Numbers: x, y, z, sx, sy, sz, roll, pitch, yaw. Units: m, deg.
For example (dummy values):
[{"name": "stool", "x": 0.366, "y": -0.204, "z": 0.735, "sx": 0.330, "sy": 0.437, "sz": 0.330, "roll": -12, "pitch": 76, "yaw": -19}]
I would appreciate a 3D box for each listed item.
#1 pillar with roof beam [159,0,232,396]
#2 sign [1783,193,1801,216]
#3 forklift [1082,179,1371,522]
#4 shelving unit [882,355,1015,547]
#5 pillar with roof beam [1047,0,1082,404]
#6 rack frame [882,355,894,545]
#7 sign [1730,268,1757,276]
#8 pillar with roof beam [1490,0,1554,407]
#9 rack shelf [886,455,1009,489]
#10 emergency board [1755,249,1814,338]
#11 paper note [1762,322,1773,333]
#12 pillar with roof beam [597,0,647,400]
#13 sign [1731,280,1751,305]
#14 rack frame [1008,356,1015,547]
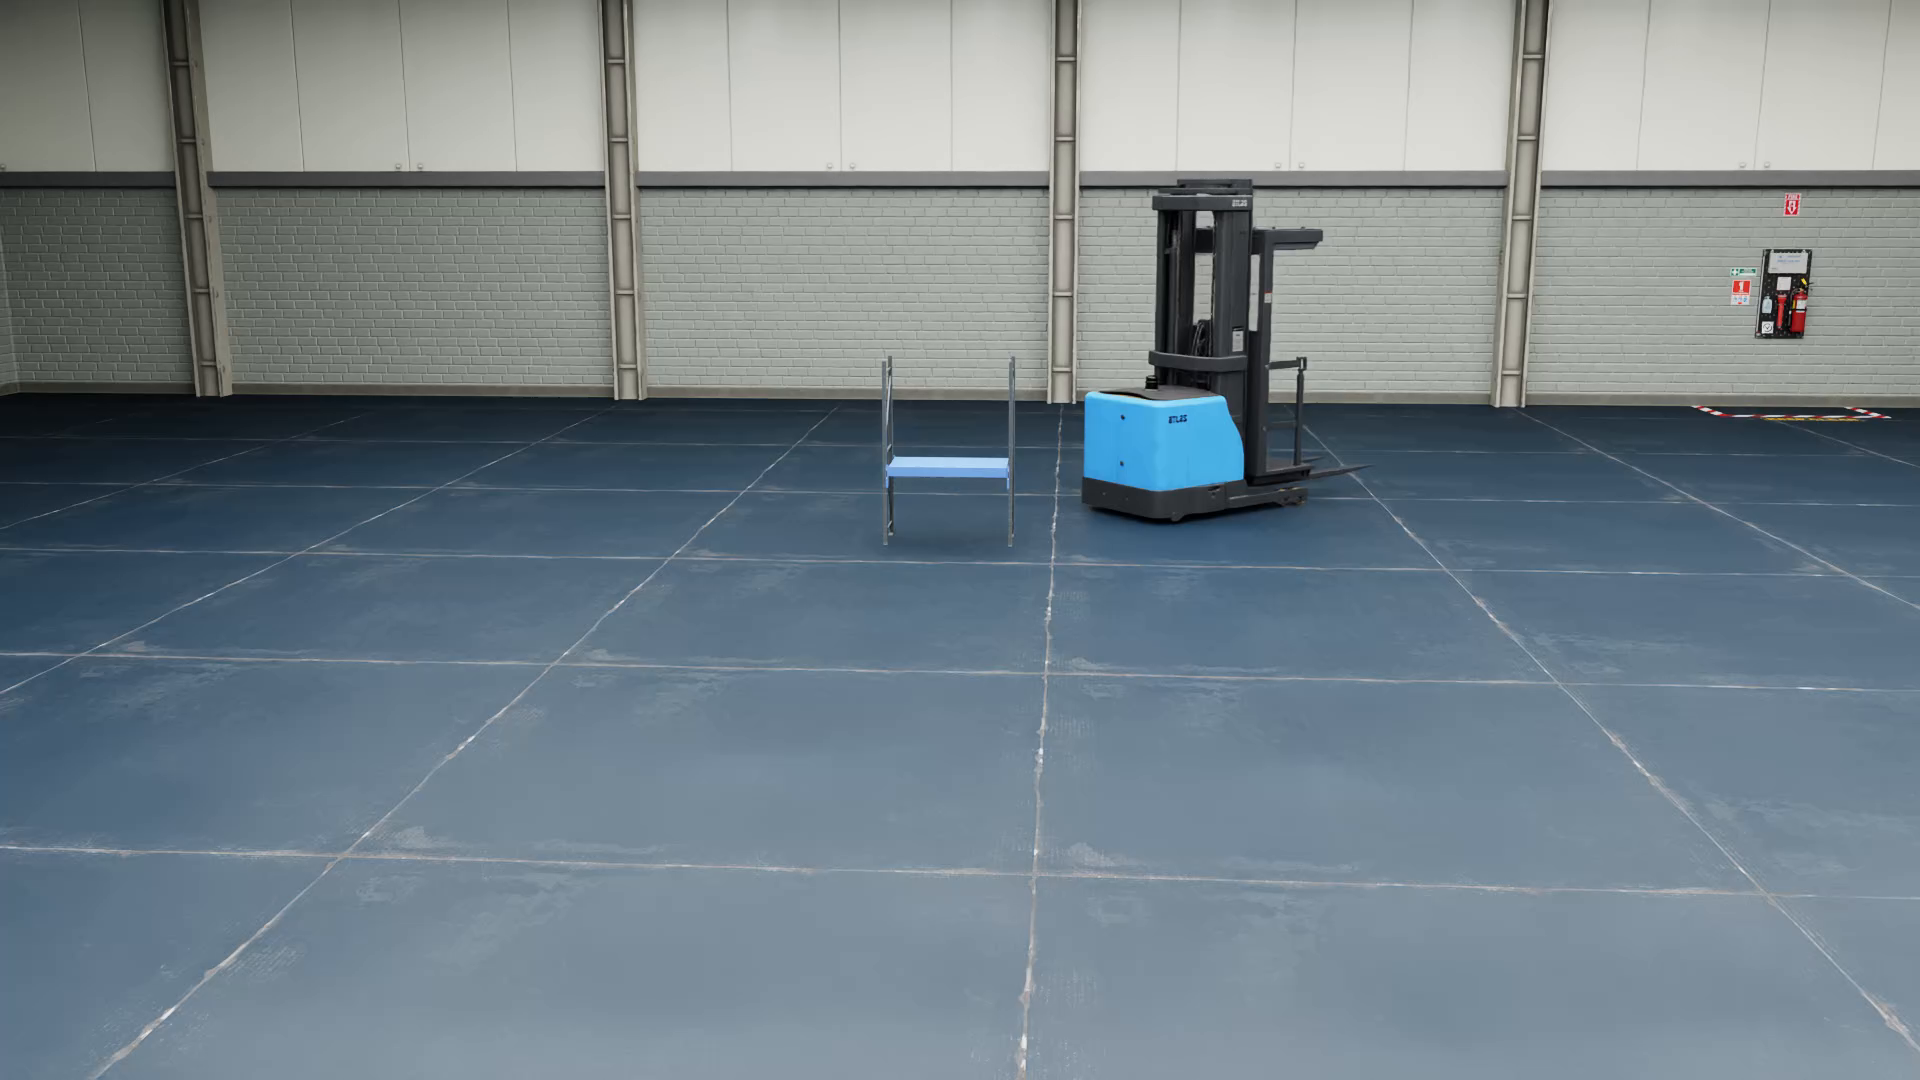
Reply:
[{"name": "pillar with roof beam", "x": -10.866, "y": -5.583, "z": 18.478, "sx": 0.400, "sy": 9.000, "sz": 9.100, "roll": 1, "pitch": 12, "yaw": 4}, {"name": "sign", "x": 10.904, "y": -4.394, "z": 21.786, "sx": 0.199, "sy": 0.298, "sz": 0.001, "roll": 1, "pitch": 12, "yaw": 4}, {"name": "forklift", "x": 2.586, "y": -1.811, "z": 15.267, "sx": 3.031, "sy": 2.935, "sz": 1.130, "roll": -9, "pitch": 15, "yaw": -36}, {"name": "shelving unit", "x": -0.085, "y": -0.735, "z": 13.620, "sx": 1.048, "sy": 1.500, "sz": 0.538, "roll": 1, "pitch": 12, "yaw": 4}, {"name": "pillar with roof beam", "x": 1.107, "y": -5.418, "z": 17.693, "sx": 0.400, "sy": 9.000, "sz": 9.100, "roll": 1, "pitch": 12, "yaw": 4}, {"name": "rack frame", "x": -0.592, "y": -0.742, "z": 13.653, "sx": 0.032, "sy": 1.500, "sz": 0.500, "roll": 1, "pitch": 12, "yaw": 4}, {"name": "sign", "x": 10.364, "y": -3.543, "z": 21.996, "sx": 0.331, "sy": 0.109, "sz": 0.001, "roll": 1, "pitch": 12, "yaw": 4}, {"name": "pillar with roof beam", "x": 7.094, "y": -5.336, "z": 17.301, "sx": 0.400, "sy": 9.000, "sz": 9.100, "roll": 1, "pitch": 12, "yaw": 4}, {"name": "rack shelf", "x": -0.085, "y": -0.559, "z": 13.657, "sx": 1.000, "sy": 0.185, "sz": 0.538, "roll": 1, "pitch": 12, "yaw": 4}, {"name": "emergency board", "x": 10.905, "y": -3.239, "z": 21.926, "sx": 0.643, "sy": 1.169, "sz": 0.194, "roll": 1, "pitch": 12, "yaw": 4}, {"name": "paper note", "x": 10.733, "y": -2.824, "z": 22.095, "sx": 0.142, "sy": 0.148, "sz": 0.016, "roll": 1, "pitch": 12, "yaw": 4}, {"name": "pillar with roof beam", "x": -4.879, "y": -5.501, "z": 18.086, "sx": 0.400, "sy": 9.000, "sz": 9.100, "roll": 1, "pitch": 12, "yaw": 4}, {"name": "sign", "x": 10.360, "y": -3.285, "z": 22.059, "sx": 0.234, "sy": 0.329, "sz": 0.001, "roll": 1, "pitch": 12, "yaw": 4}, {"name": "rack frame", "x": 0.422, "y": -0.728, "z": 13.587, "sx": 0.032, "sy": 1.500, "sz": 0.500, "roll": 1, "pitch": 12, "yaw": 4}]
